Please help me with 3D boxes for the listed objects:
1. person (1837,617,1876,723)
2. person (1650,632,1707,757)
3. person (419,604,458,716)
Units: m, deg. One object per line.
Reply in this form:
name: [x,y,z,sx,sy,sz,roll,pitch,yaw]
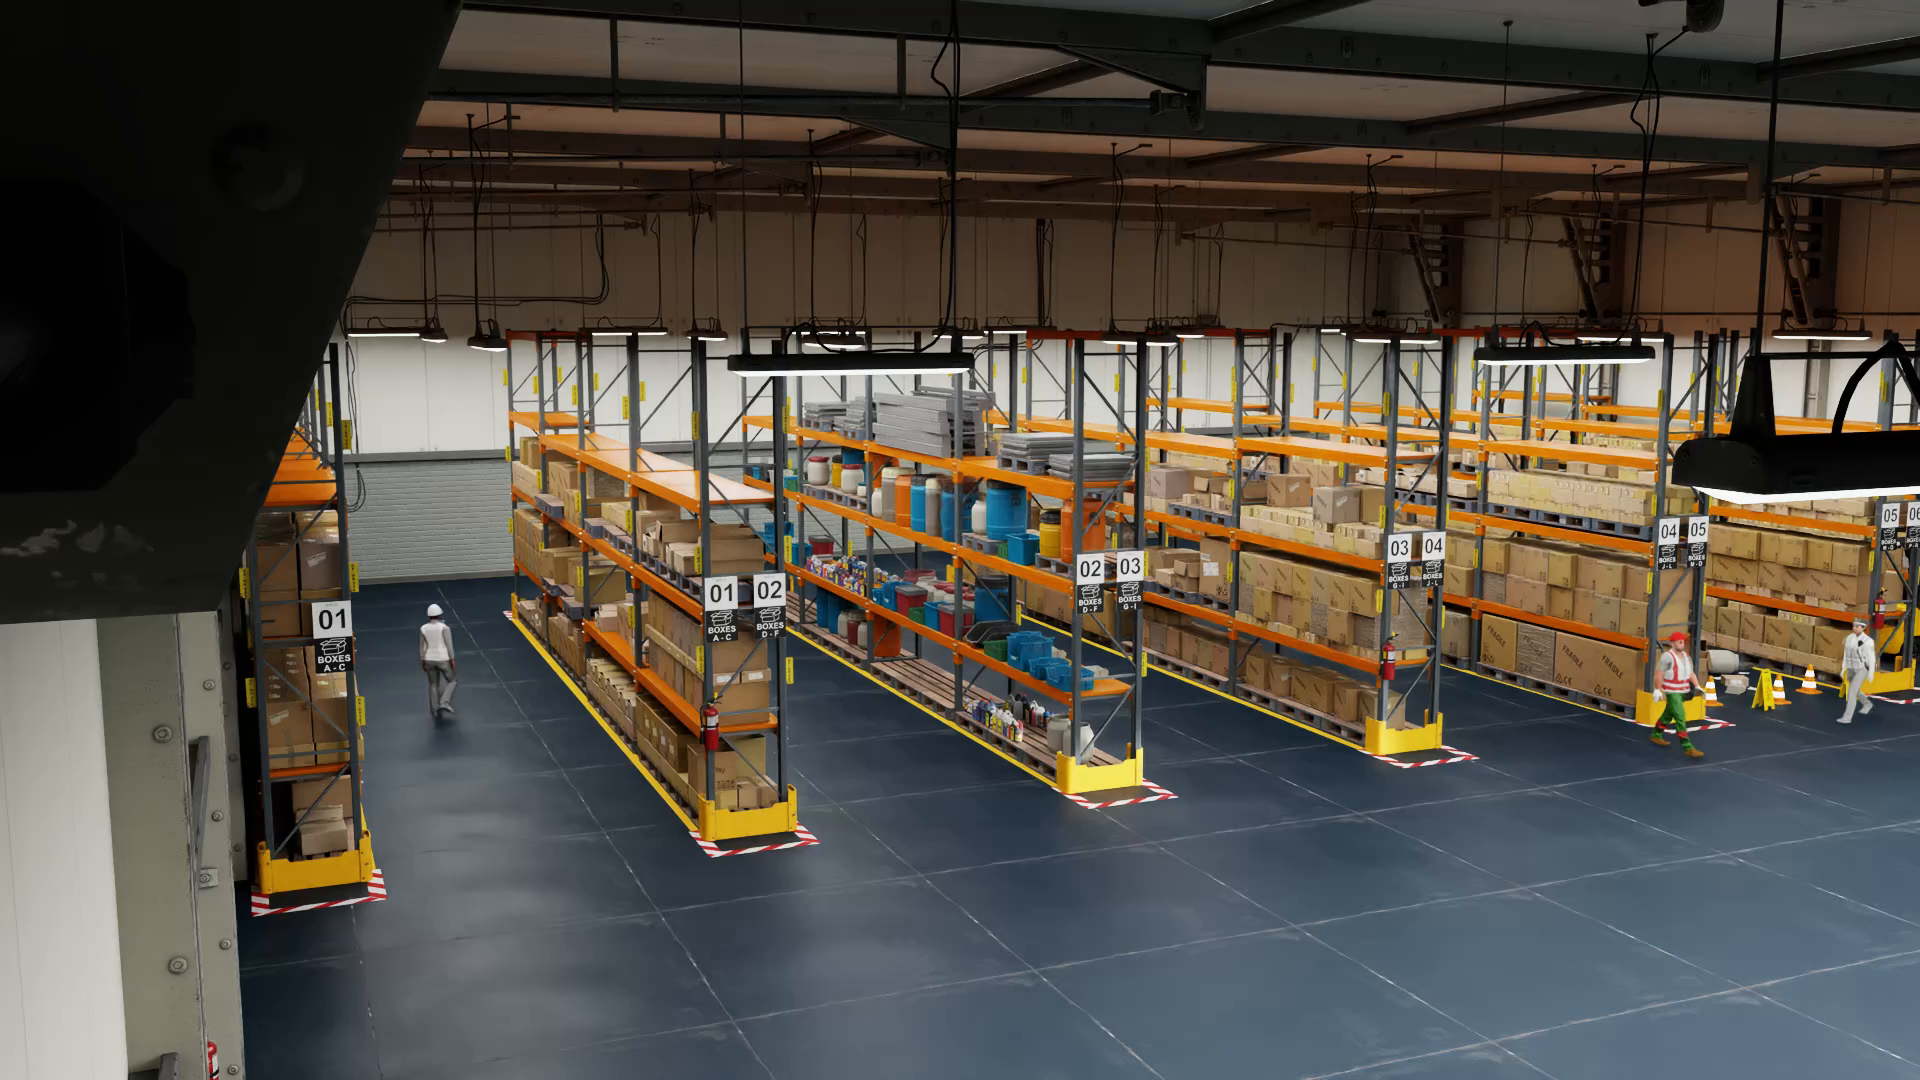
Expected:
person: [13.980,1.998,25.845,0.970,1.639,0.486,-4,9,-26]
person: [10.408,2.193,23.971,0.554,1.735,1.023,-4,9,-28]
person: [-8.242,1.900,26.198,0.567,1.776,0.479,1,8,8]
